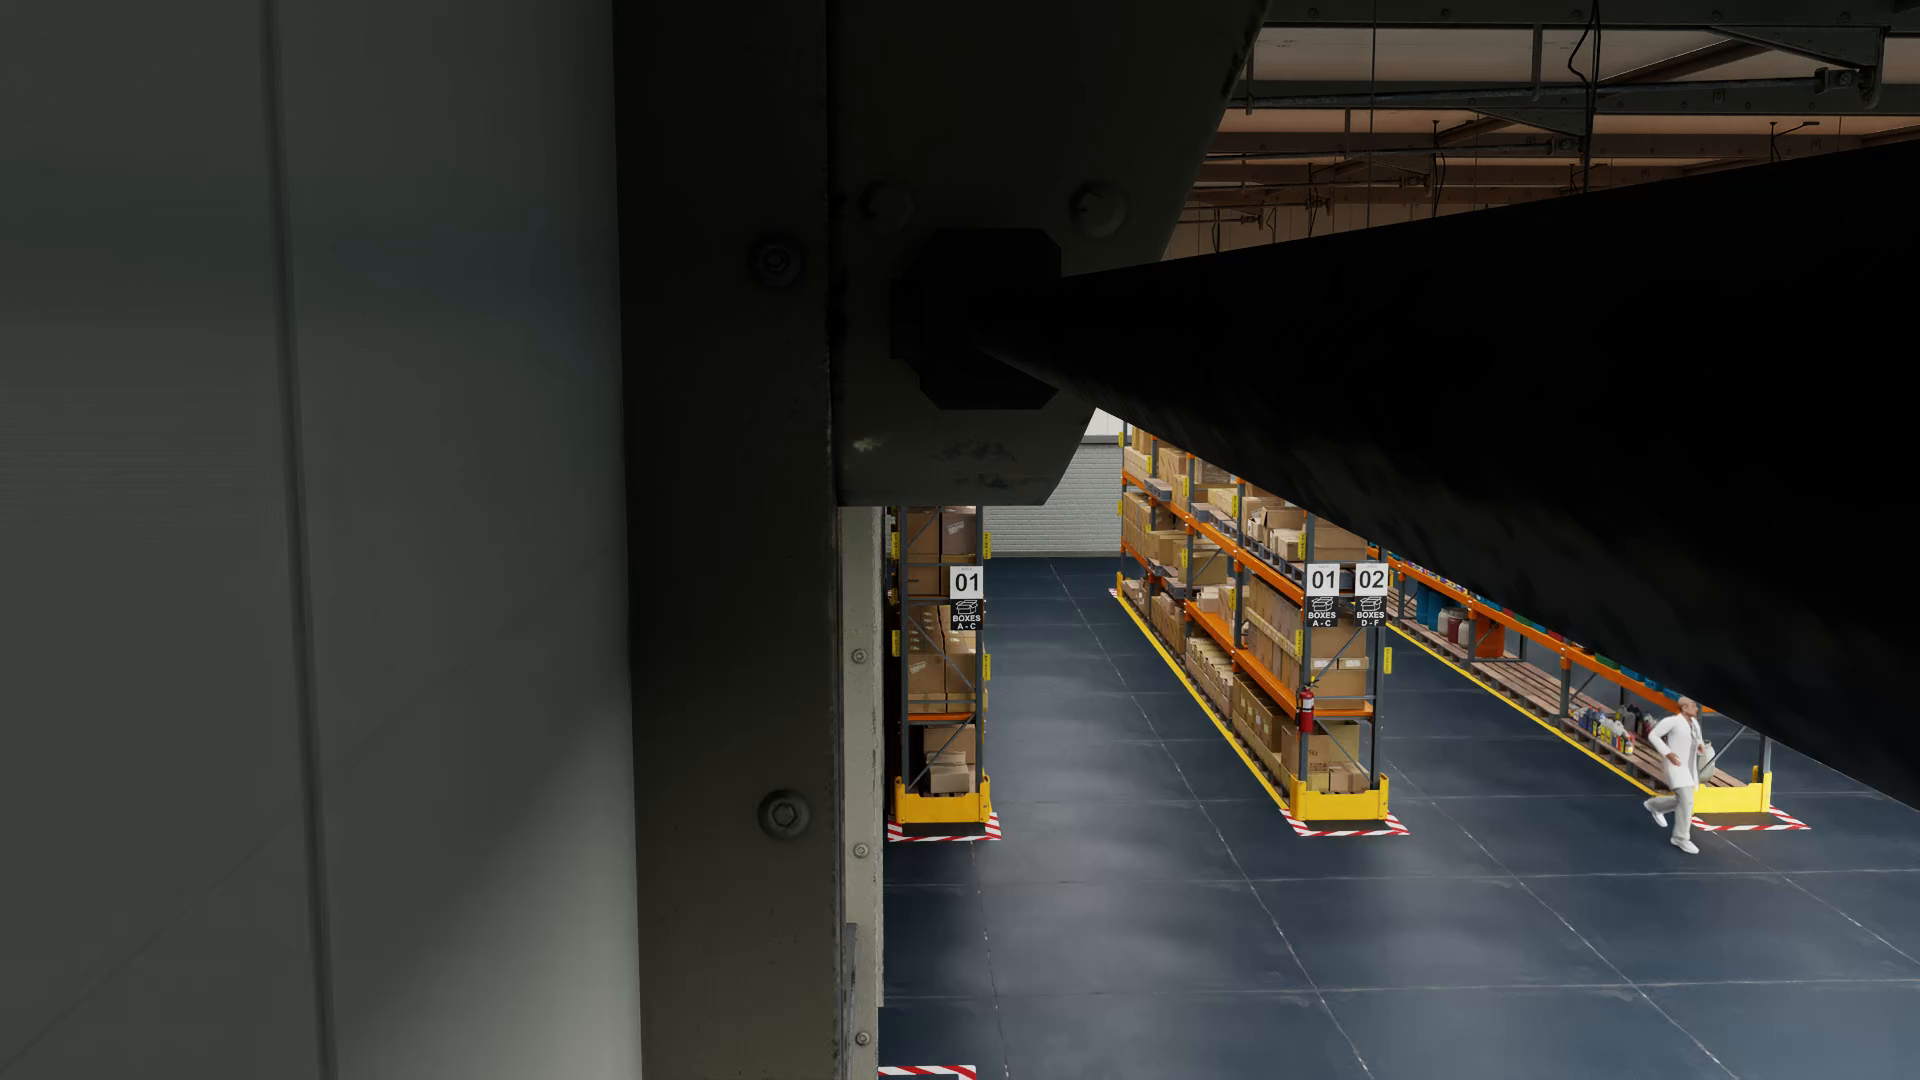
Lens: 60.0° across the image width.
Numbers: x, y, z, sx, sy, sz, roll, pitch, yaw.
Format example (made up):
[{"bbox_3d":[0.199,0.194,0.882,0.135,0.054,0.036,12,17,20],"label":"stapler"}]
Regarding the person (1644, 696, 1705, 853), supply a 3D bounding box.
[{"bbox_3d":[8.575,2.725,19.793,0.733,1.756,0.956,-5,9,-31],"label":"person"}]
